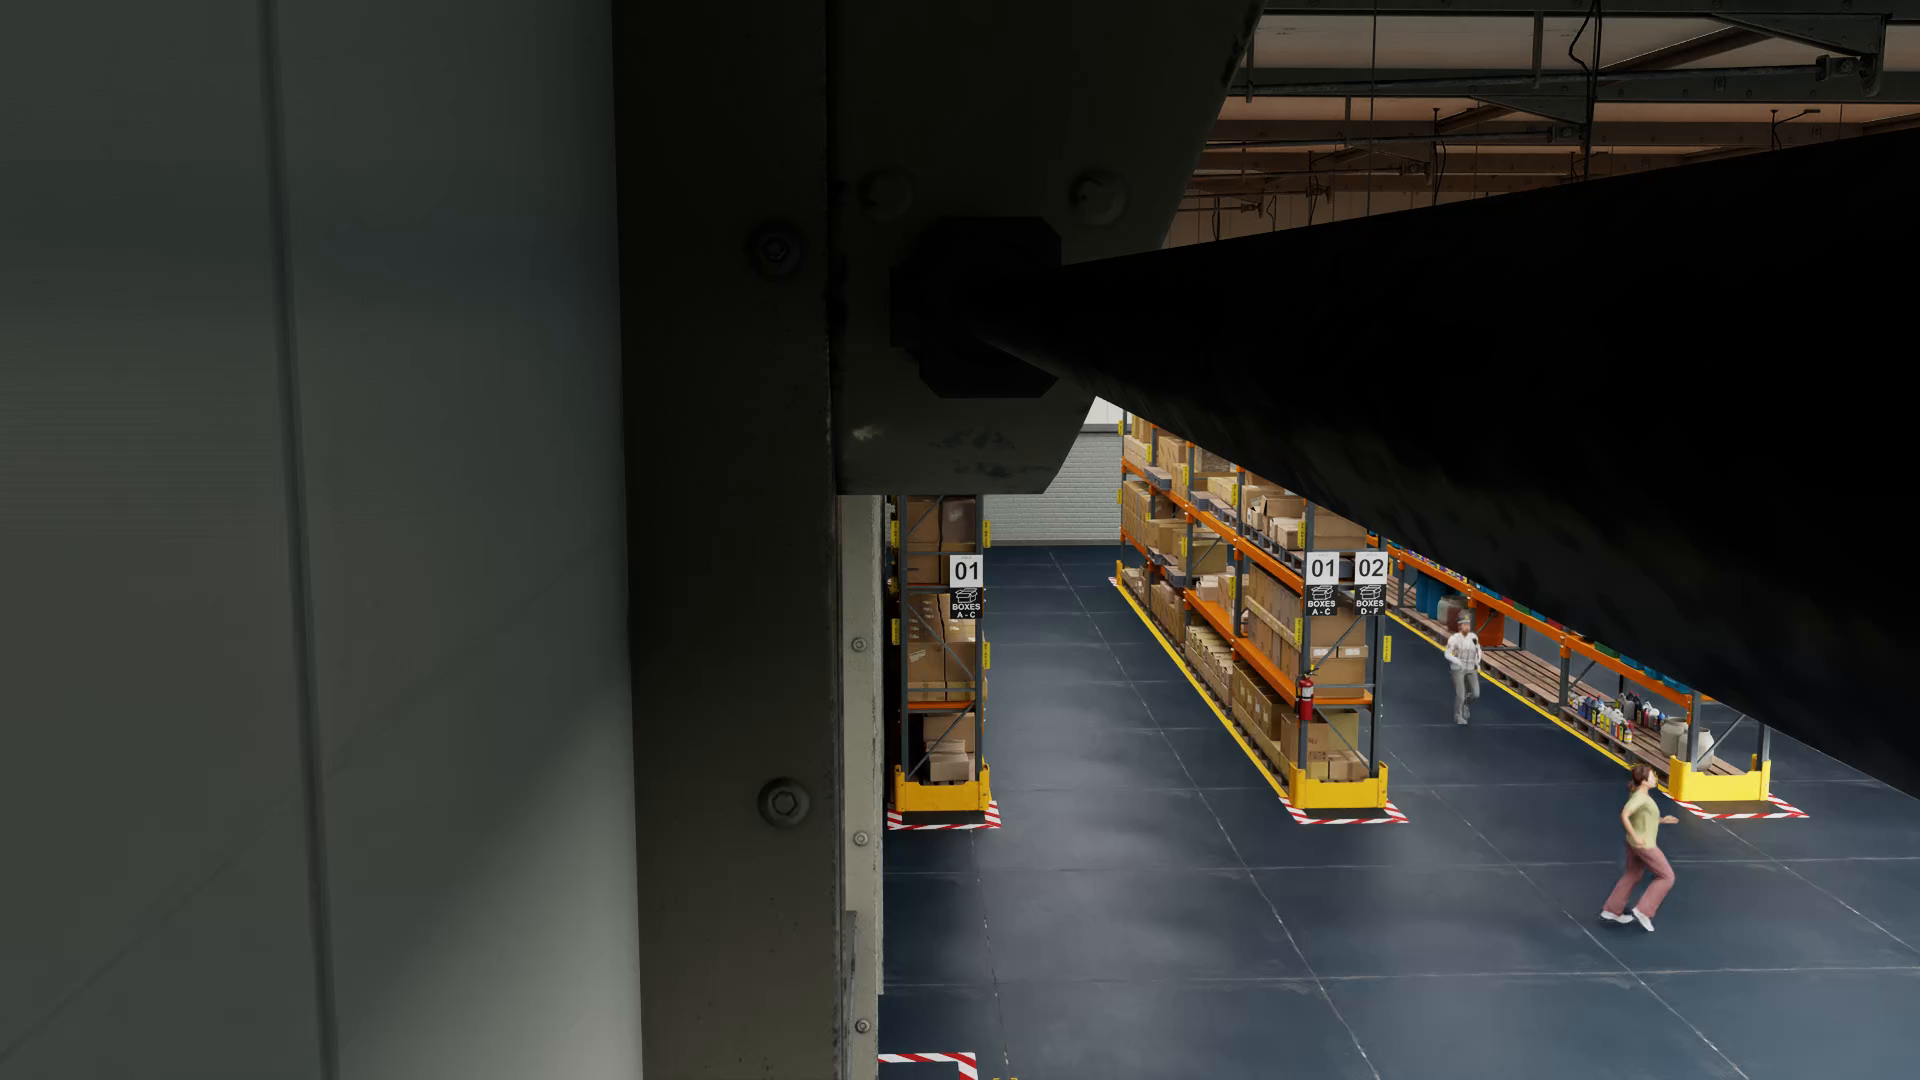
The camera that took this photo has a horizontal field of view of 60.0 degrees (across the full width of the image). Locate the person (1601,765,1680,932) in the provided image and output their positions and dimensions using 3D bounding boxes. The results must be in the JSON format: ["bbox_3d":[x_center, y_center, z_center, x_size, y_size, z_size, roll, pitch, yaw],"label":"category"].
[{"bbox_3d":[6.813,3.074,16.621,0.686,1.685,0.544,1,9,9],"label":"person"}]

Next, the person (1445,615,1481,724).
[{"bbox_3d":[7.435,1.915,24.441,0.589,1.653,0.528,-1,8,-6],"label":"person"}]
